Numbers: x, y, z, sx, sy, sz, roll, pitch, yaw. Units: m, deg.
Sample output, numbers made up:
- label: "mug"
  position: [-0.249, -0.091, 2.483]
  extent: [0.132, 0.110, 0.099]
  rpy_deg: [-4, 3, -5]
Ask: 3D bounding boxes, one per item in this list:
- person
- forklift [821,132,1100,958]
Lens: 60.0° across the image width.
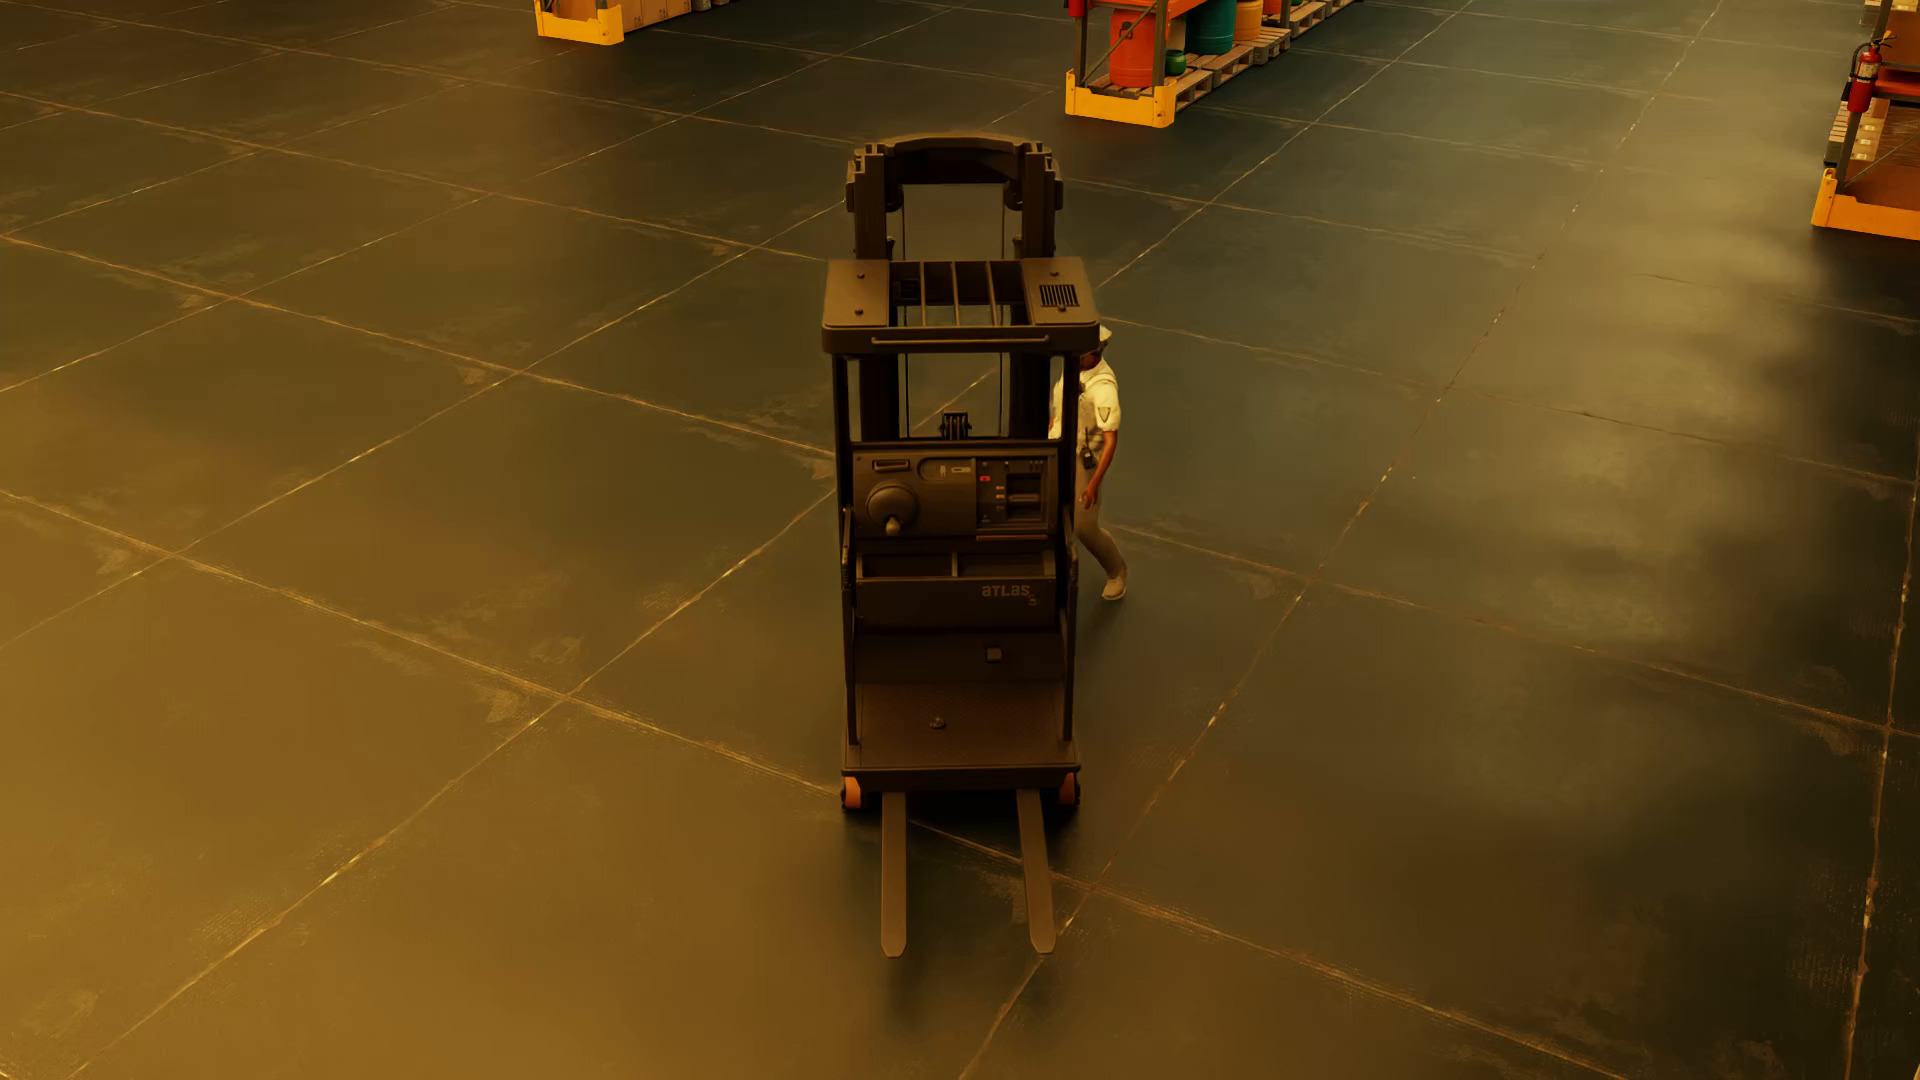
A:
- label: "person"
  position: [0.652, -0.491, 9.319]
  extent: [0.540, 1.566, 0.835]
  rpy_deg: [-11, 32, -18]
- label: "forklift"
  position: [-0.009, -0.167, 7.360]
  extent: [1.130, 2.935, 3.031]
  rpy_deg: [-1, 30, -2]
